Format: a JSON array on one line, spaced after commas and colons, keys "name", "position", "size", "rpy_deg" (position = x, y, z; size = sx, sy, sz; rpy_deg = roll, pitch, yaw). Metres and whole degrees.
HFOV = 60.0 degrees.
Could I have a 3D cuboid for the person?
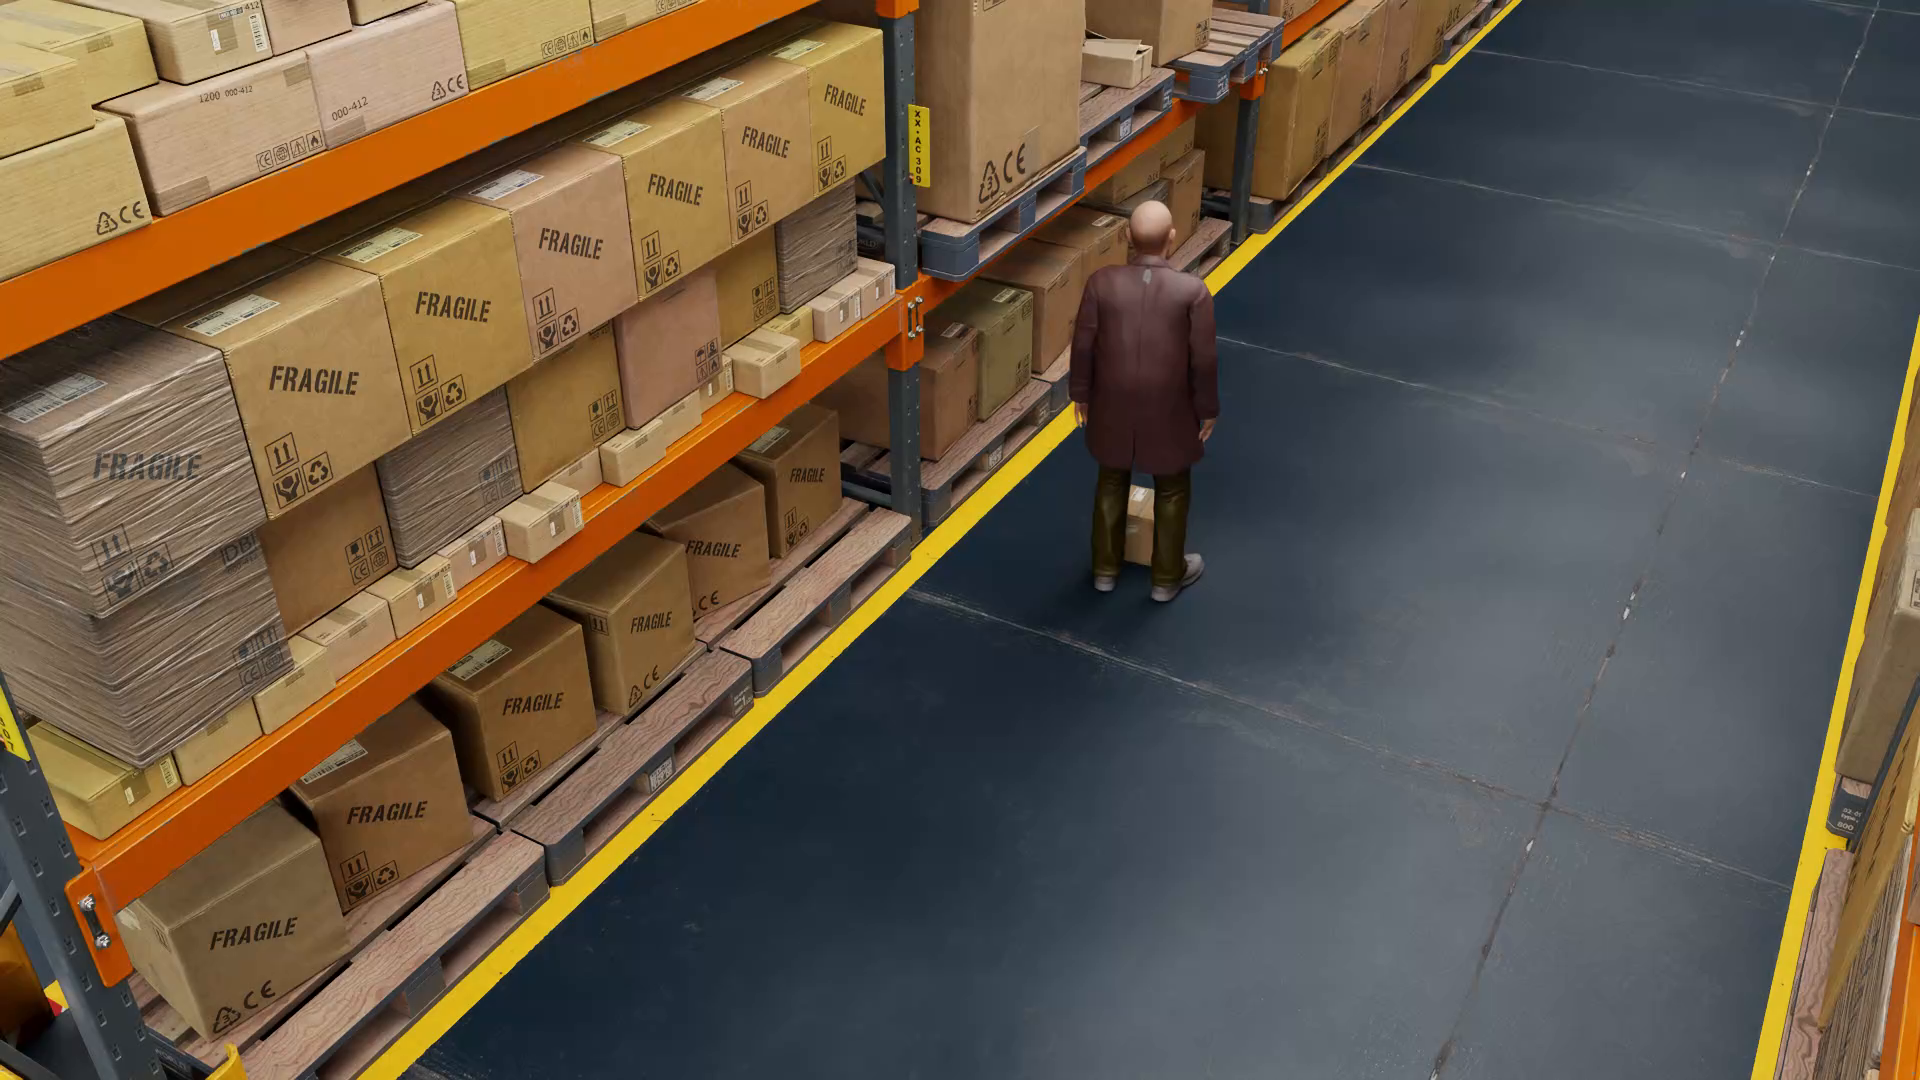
[{"name": "person", "position": [0.772, -0.566, 7.006], "size": [0.646, 1.772, 0.433], "rpy_deg": [10, 35, 14]}]
